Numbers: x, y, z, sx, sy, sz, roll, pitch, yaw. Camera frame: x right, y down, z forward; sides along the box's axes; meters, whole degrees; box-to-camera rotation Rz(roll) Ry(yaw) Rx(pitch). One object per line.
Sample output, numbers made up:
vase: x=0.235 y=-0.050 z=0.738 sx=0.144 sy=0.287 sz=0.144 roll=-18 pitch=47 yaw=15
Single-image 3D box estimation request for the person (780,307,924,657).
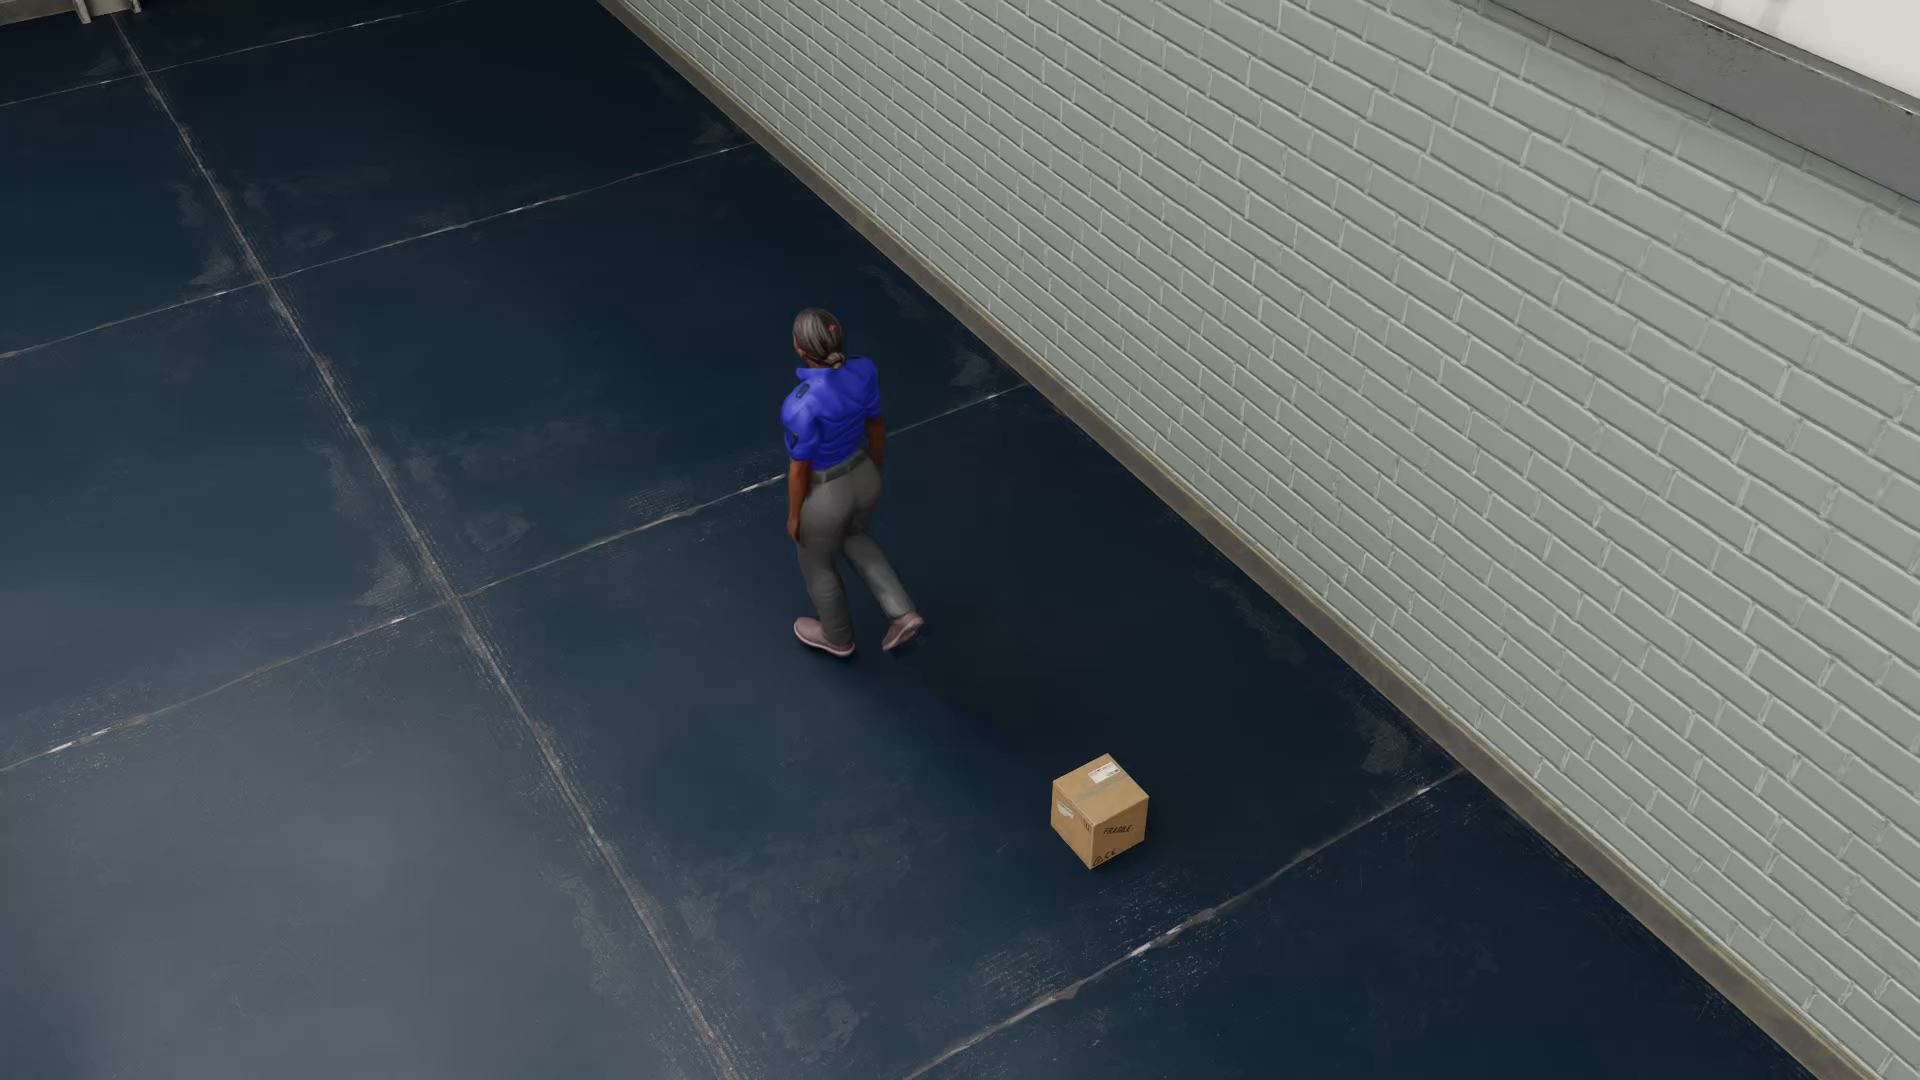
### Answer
person: x=-0.428 y=-0.165 z=6.318 sx=0.571 sy=1.641 sz=0.453 roll=30 pitch=49 yaw=30
